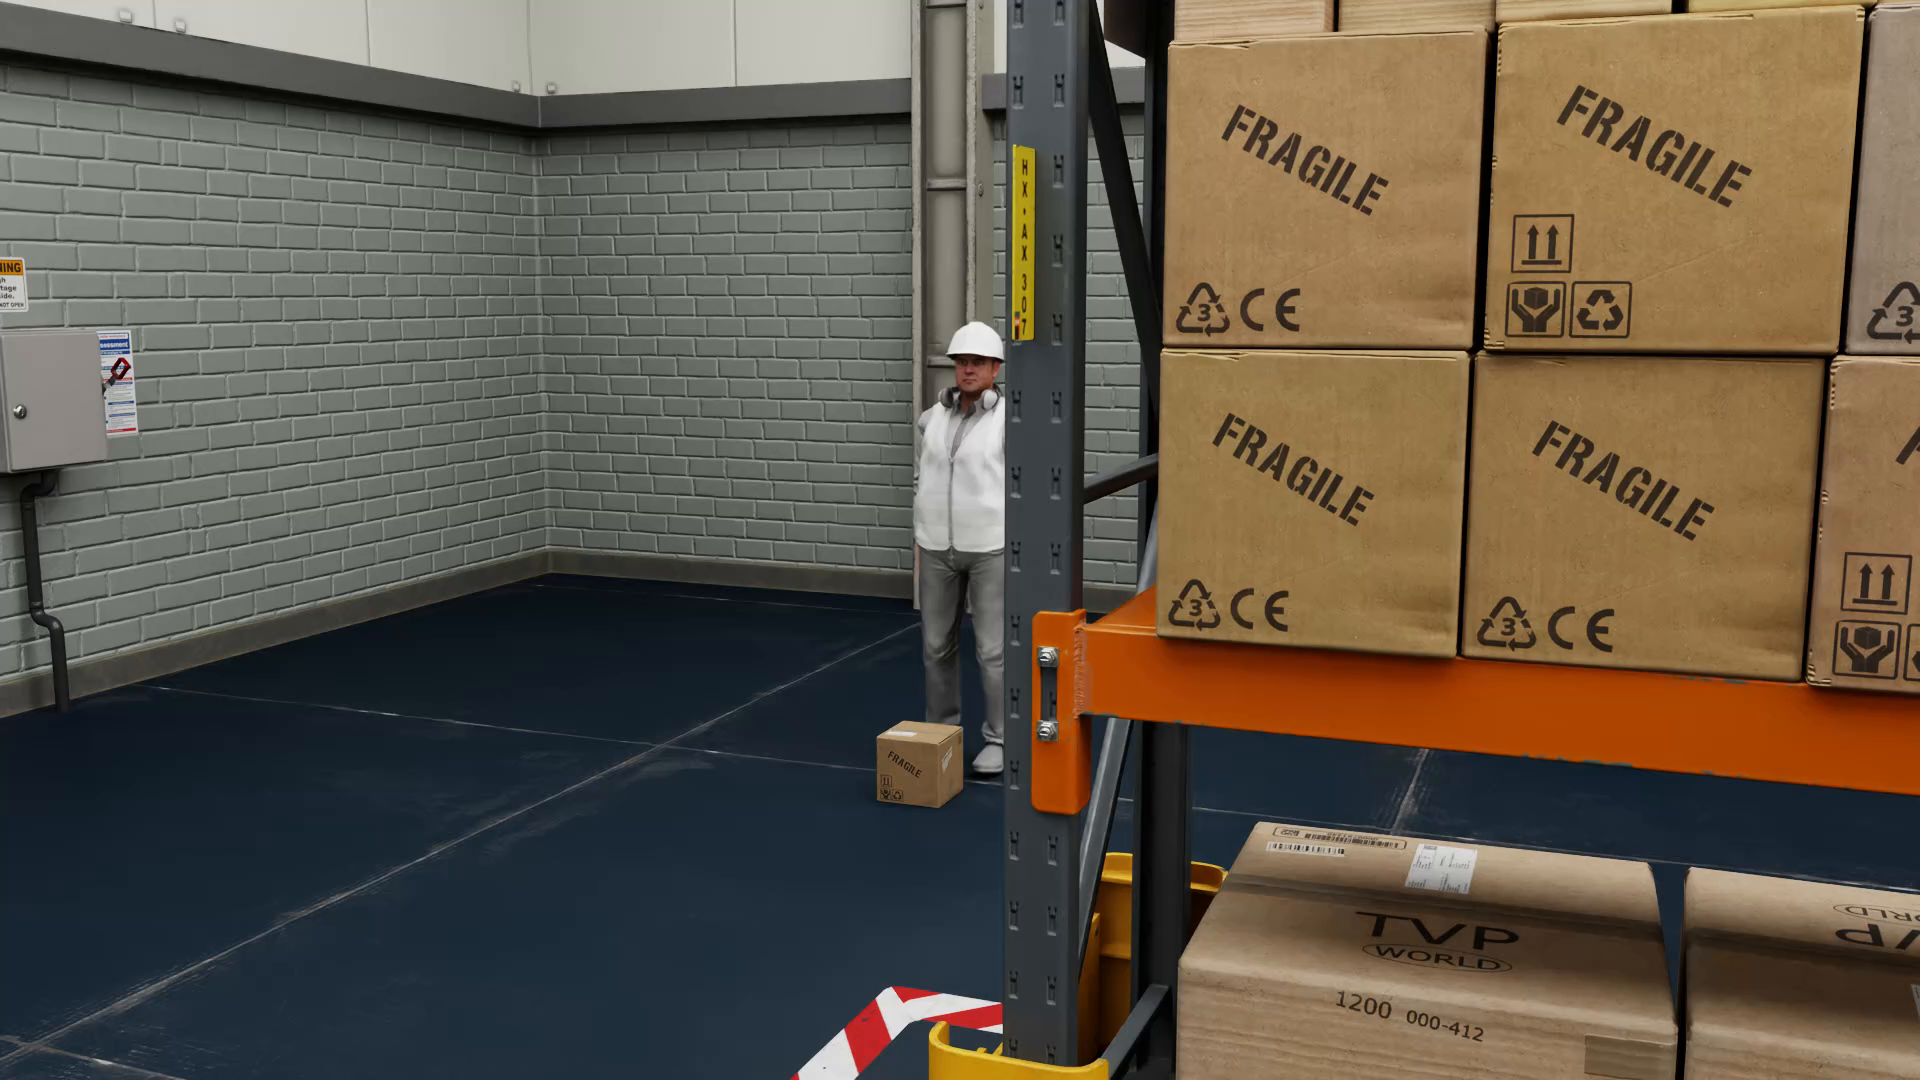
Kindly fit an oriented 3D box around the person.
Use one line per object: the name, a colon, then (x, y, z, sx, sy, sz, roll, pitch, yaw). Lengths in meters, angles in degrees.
person: (0.048, 0.039, 6.587, 0.532, 1.789, 0.366, 4, 9, 23)
